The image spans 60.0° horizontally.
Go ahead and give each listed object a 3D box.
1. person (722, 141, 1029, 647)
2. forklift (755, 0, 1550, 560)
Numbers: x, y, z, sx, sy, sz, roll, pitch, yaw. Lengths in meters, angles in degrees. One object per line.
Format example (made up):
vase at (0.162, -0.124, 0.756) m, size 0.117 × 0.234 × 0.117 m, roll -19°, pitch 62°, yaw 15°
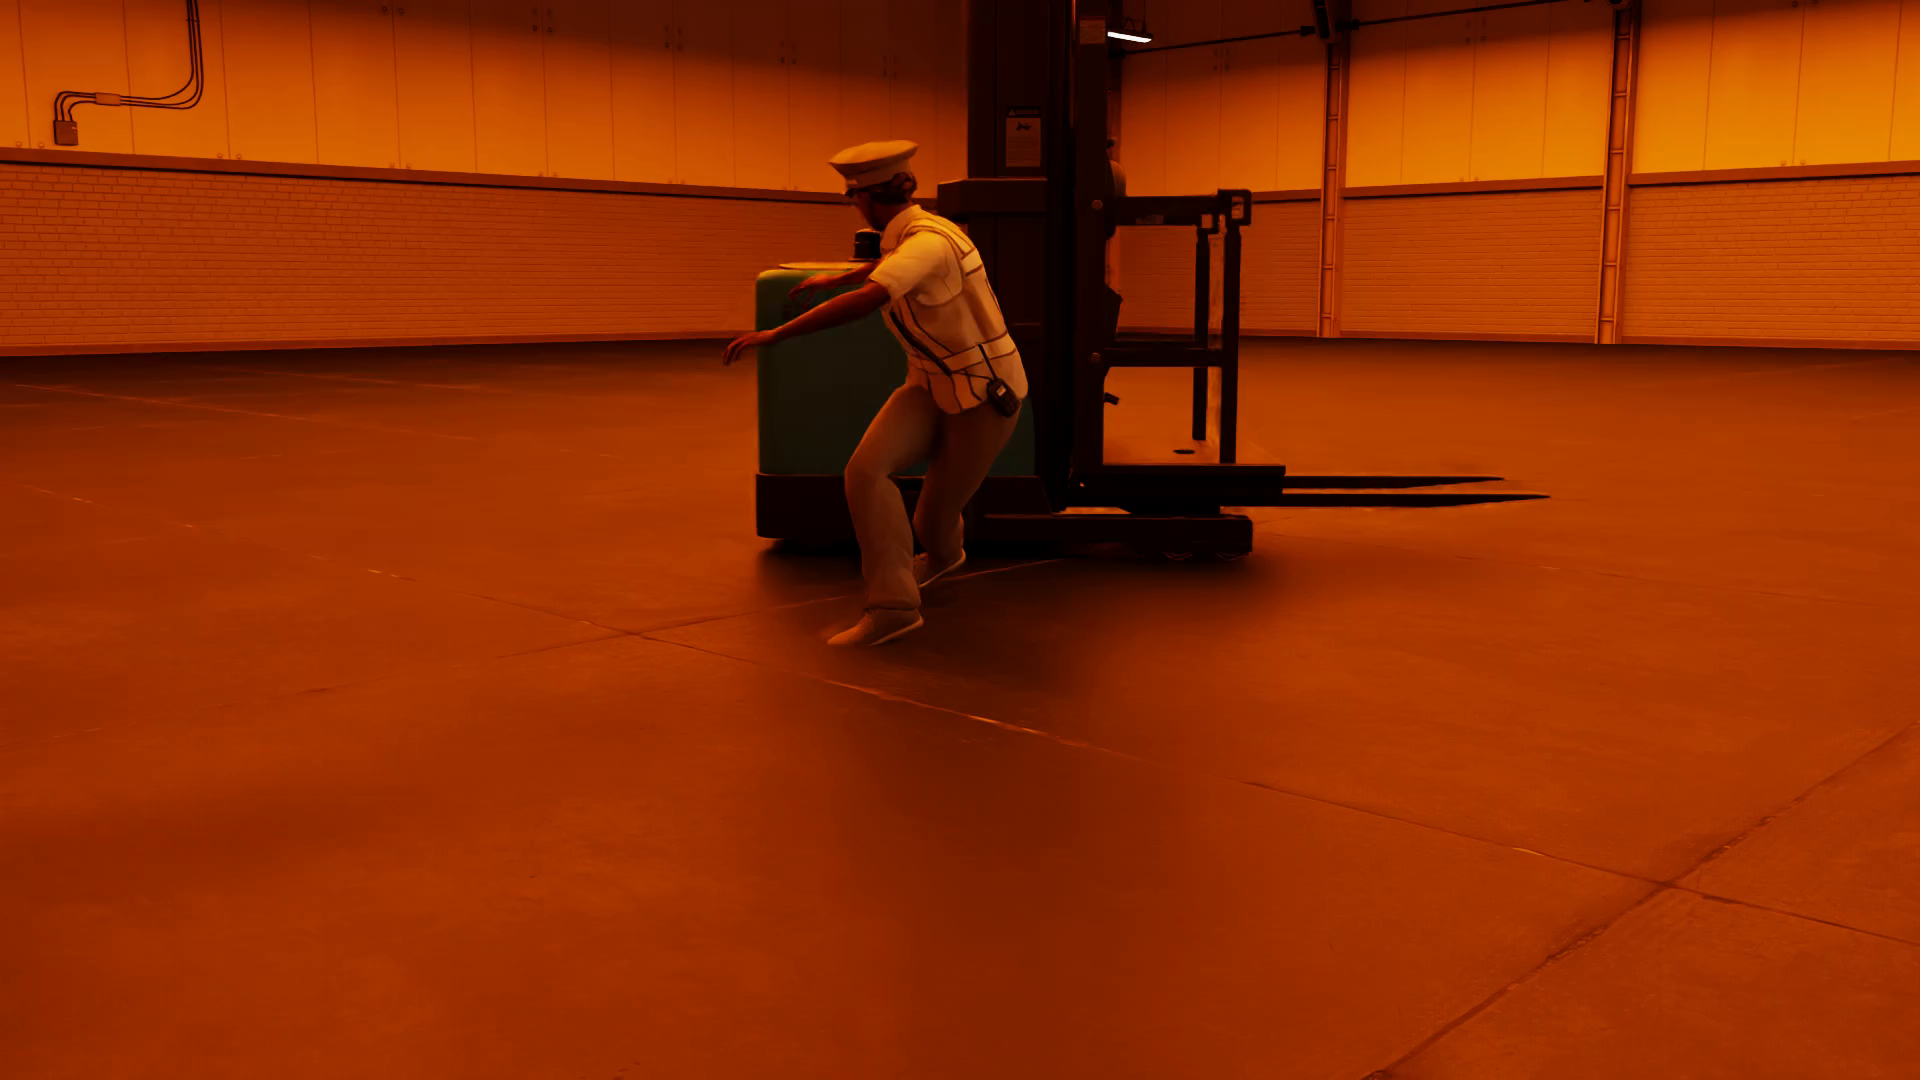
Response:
person at (-0.314, -0.429, 4.923) m, size 1.068 × 1.460 × 0.827 m, roll -7°, pitch 11°, yaw -40°
forklift at (0.749, -1.454, 6.529) m, size 3.031 × 2.935 × 1.130 m, roll 0°, pitch 9°, yaw 2°
